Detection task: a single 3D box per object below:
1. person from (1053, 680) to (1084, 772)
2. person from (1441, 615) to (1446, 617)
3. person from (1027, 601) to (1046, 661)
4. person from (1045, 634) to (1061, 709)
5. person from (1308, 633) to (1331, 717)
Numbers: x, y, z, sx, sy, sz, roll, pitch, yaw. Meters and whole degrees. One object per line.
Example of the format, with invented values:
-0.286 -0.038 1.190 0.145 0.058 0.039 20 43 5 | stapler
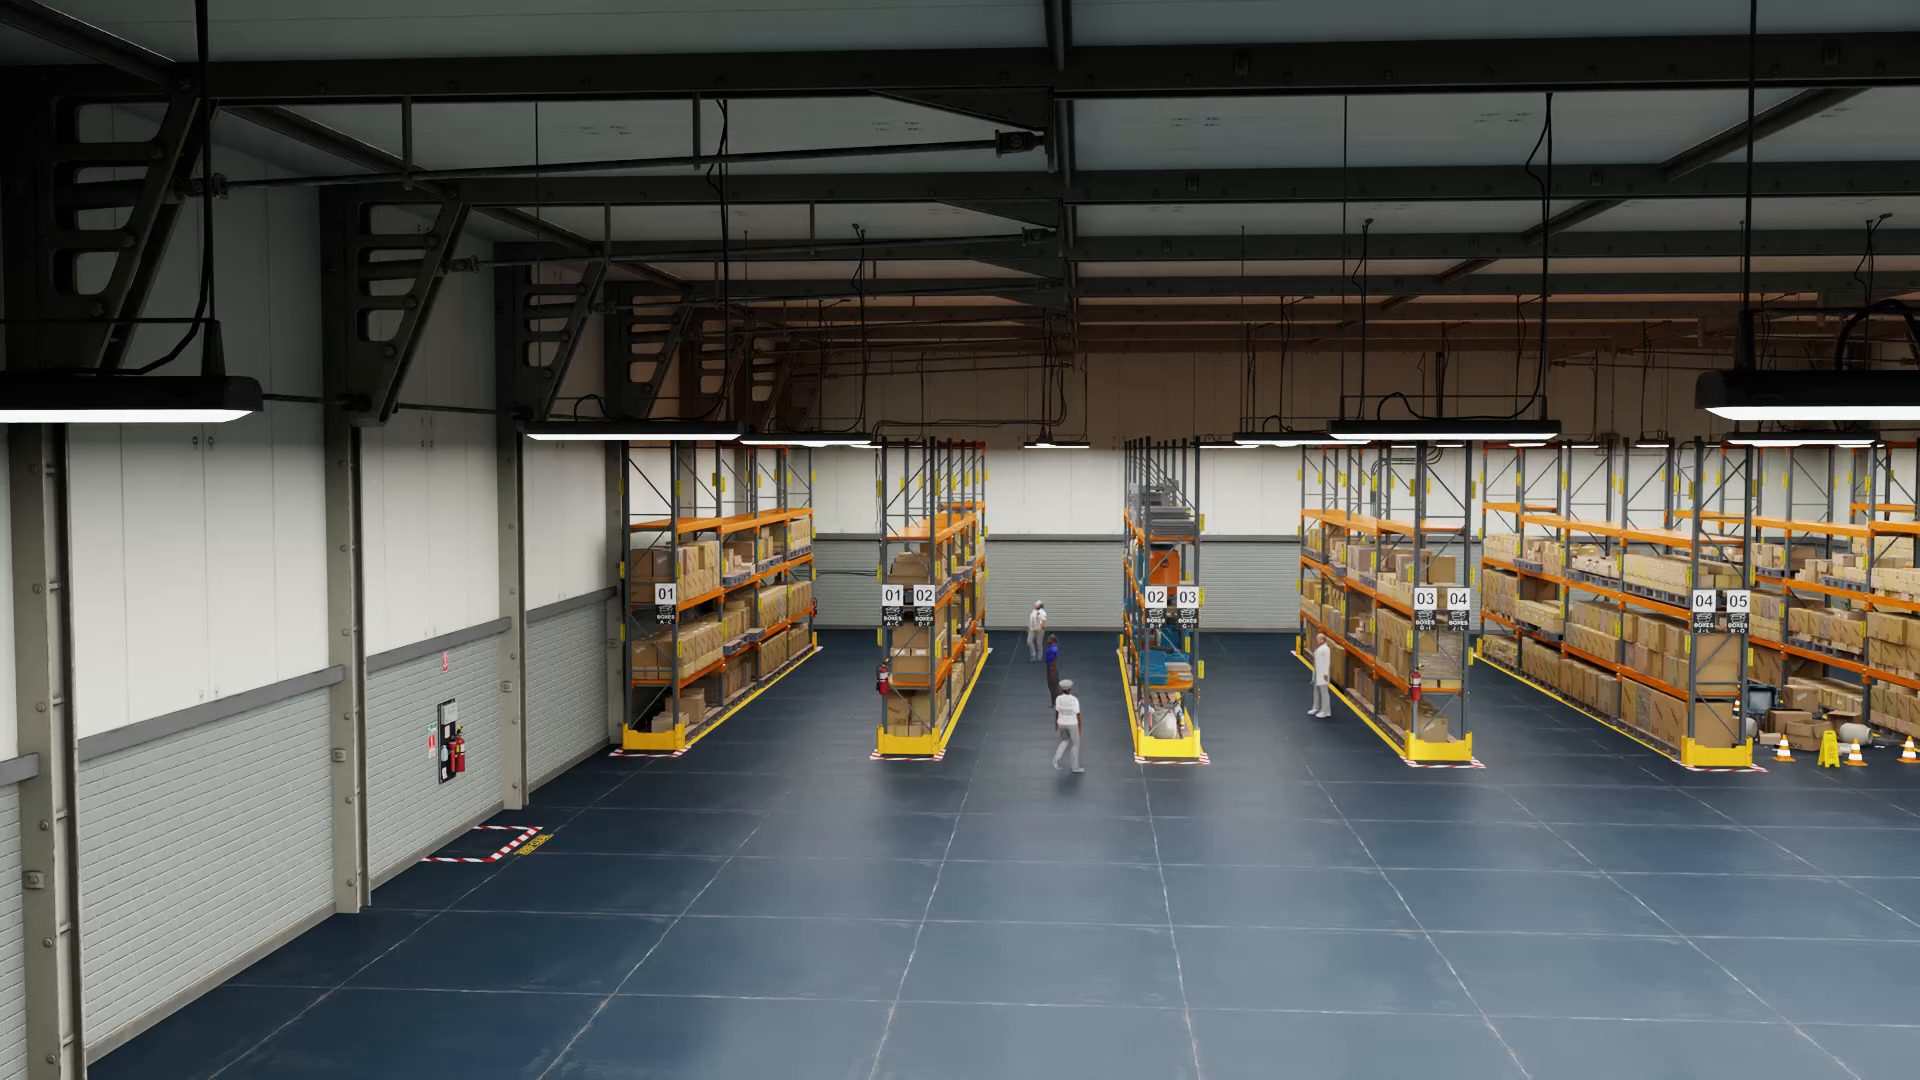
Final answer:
1.928 3.316 29.666 0.541 1.663 0.552 2 4 38 | person
12.238 2.600 42.469 0.580 1.733 0.557 -1 3 -25 | person
2.053 2.517 45.326 0.606 1.730 0.586 2 3 29 | person
2.085 2.930 36.938 0.369 1.693 0.546 0 3 -6 | person
7.768 2.906 35.958 0.425 1.781 0.631 -1 3 -10 | person
